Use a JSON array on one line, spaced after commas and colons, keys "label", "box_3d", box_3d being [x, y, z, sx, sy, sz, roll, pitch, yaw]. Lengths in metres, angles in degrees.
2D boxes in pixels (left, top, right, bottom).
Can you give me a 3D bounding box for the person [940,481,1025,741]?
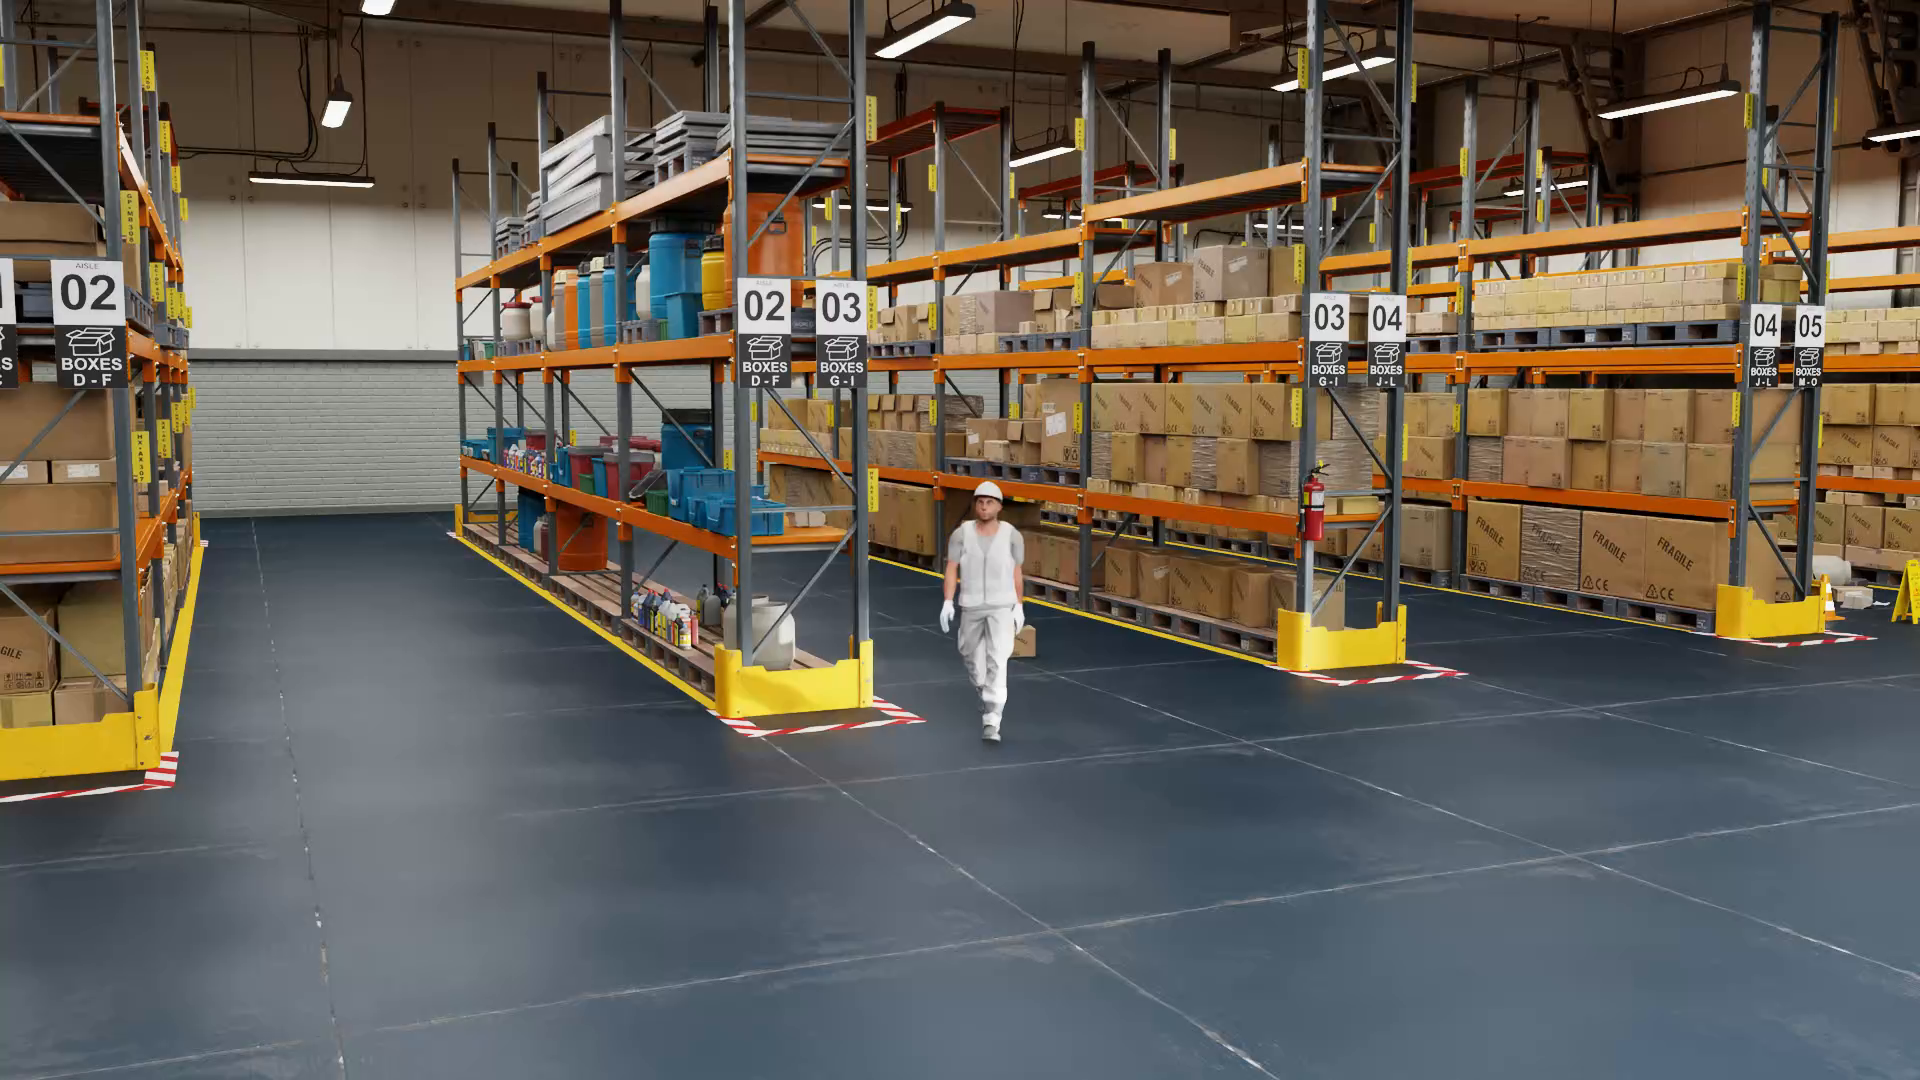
[{"label": "person", "box_3d": [0.159, 0.468, 11.548, 0.565, 1.755, 0.996, 1, 5, 7]}]
